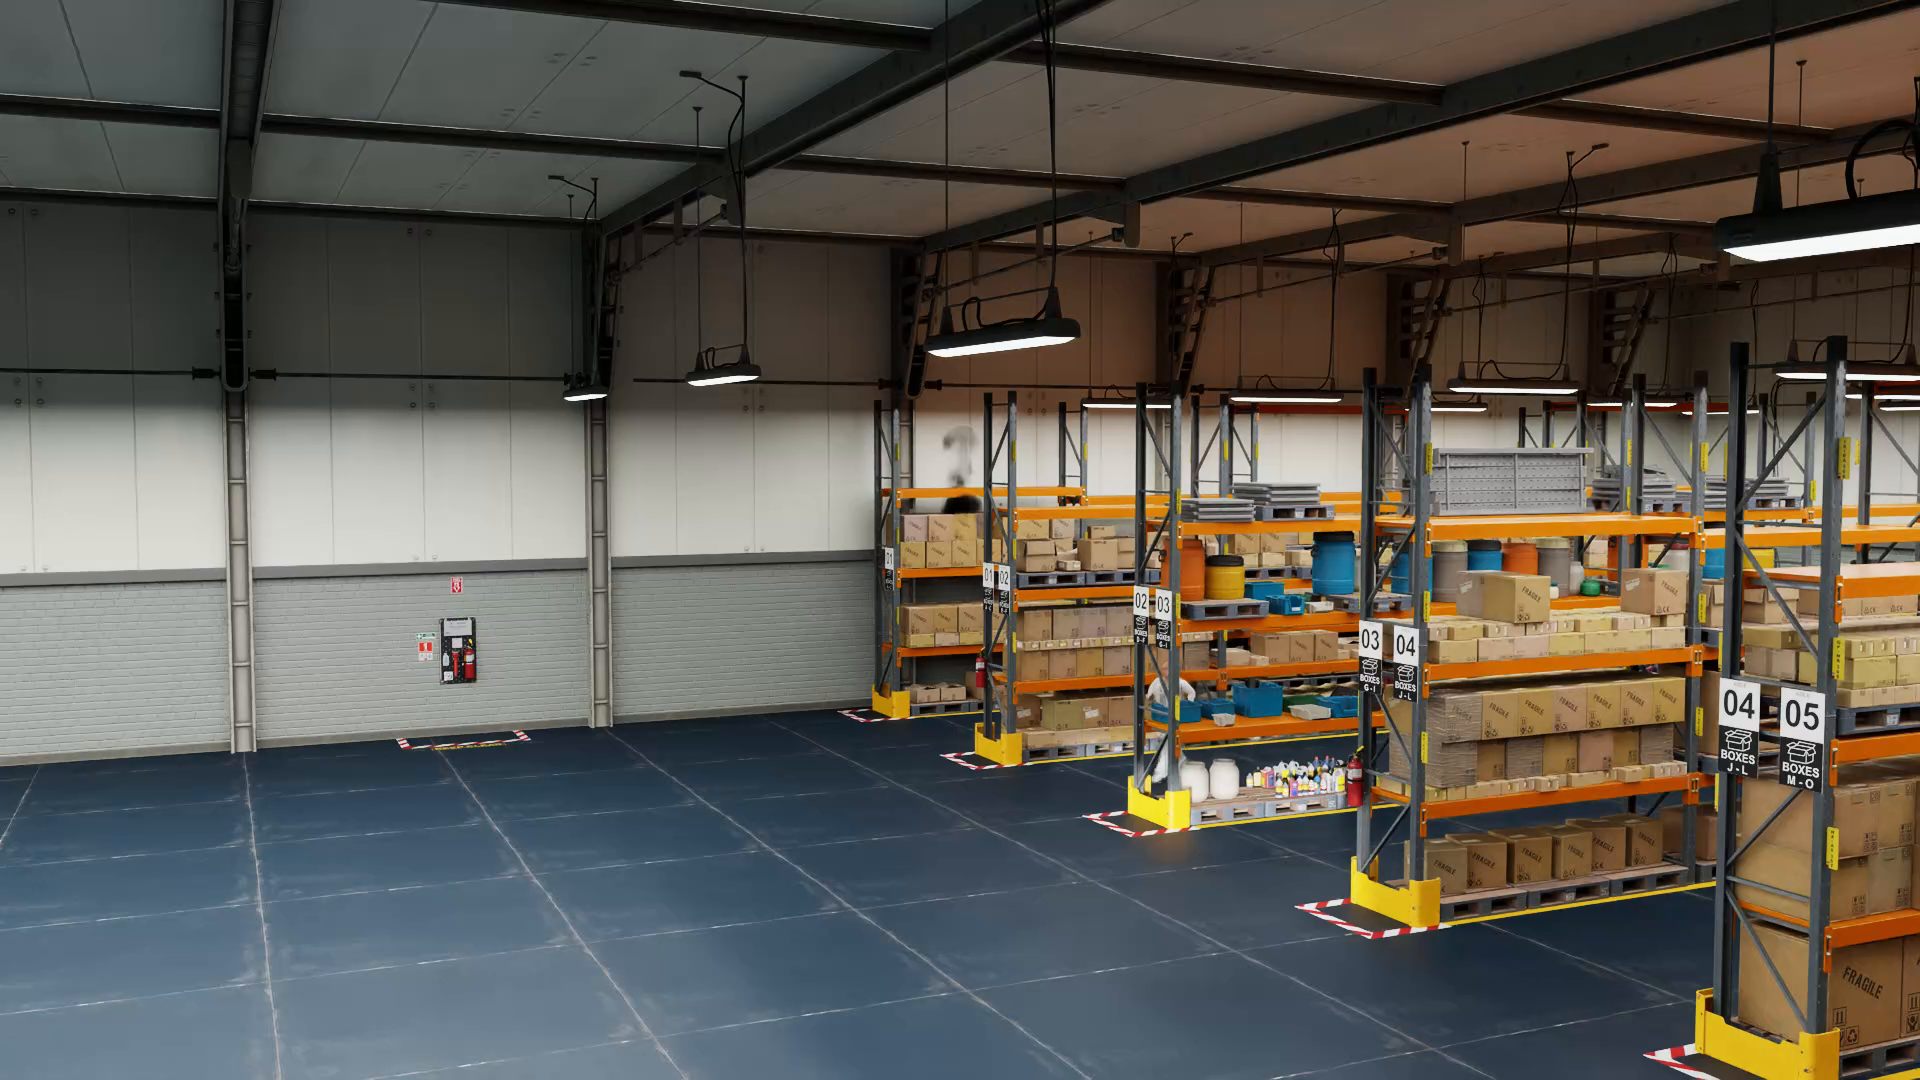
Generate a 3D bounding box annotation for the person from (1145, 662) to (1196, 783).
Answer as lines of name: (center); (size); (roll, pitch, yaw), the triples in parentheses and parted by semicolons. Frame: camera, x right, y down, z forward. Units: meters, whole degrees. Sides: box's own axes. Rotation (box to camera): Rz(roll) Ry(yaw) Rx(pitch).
person: (3.194, 2.763, 25.527); (0.708, 1.798, 1.009); (3, 5, 43)
